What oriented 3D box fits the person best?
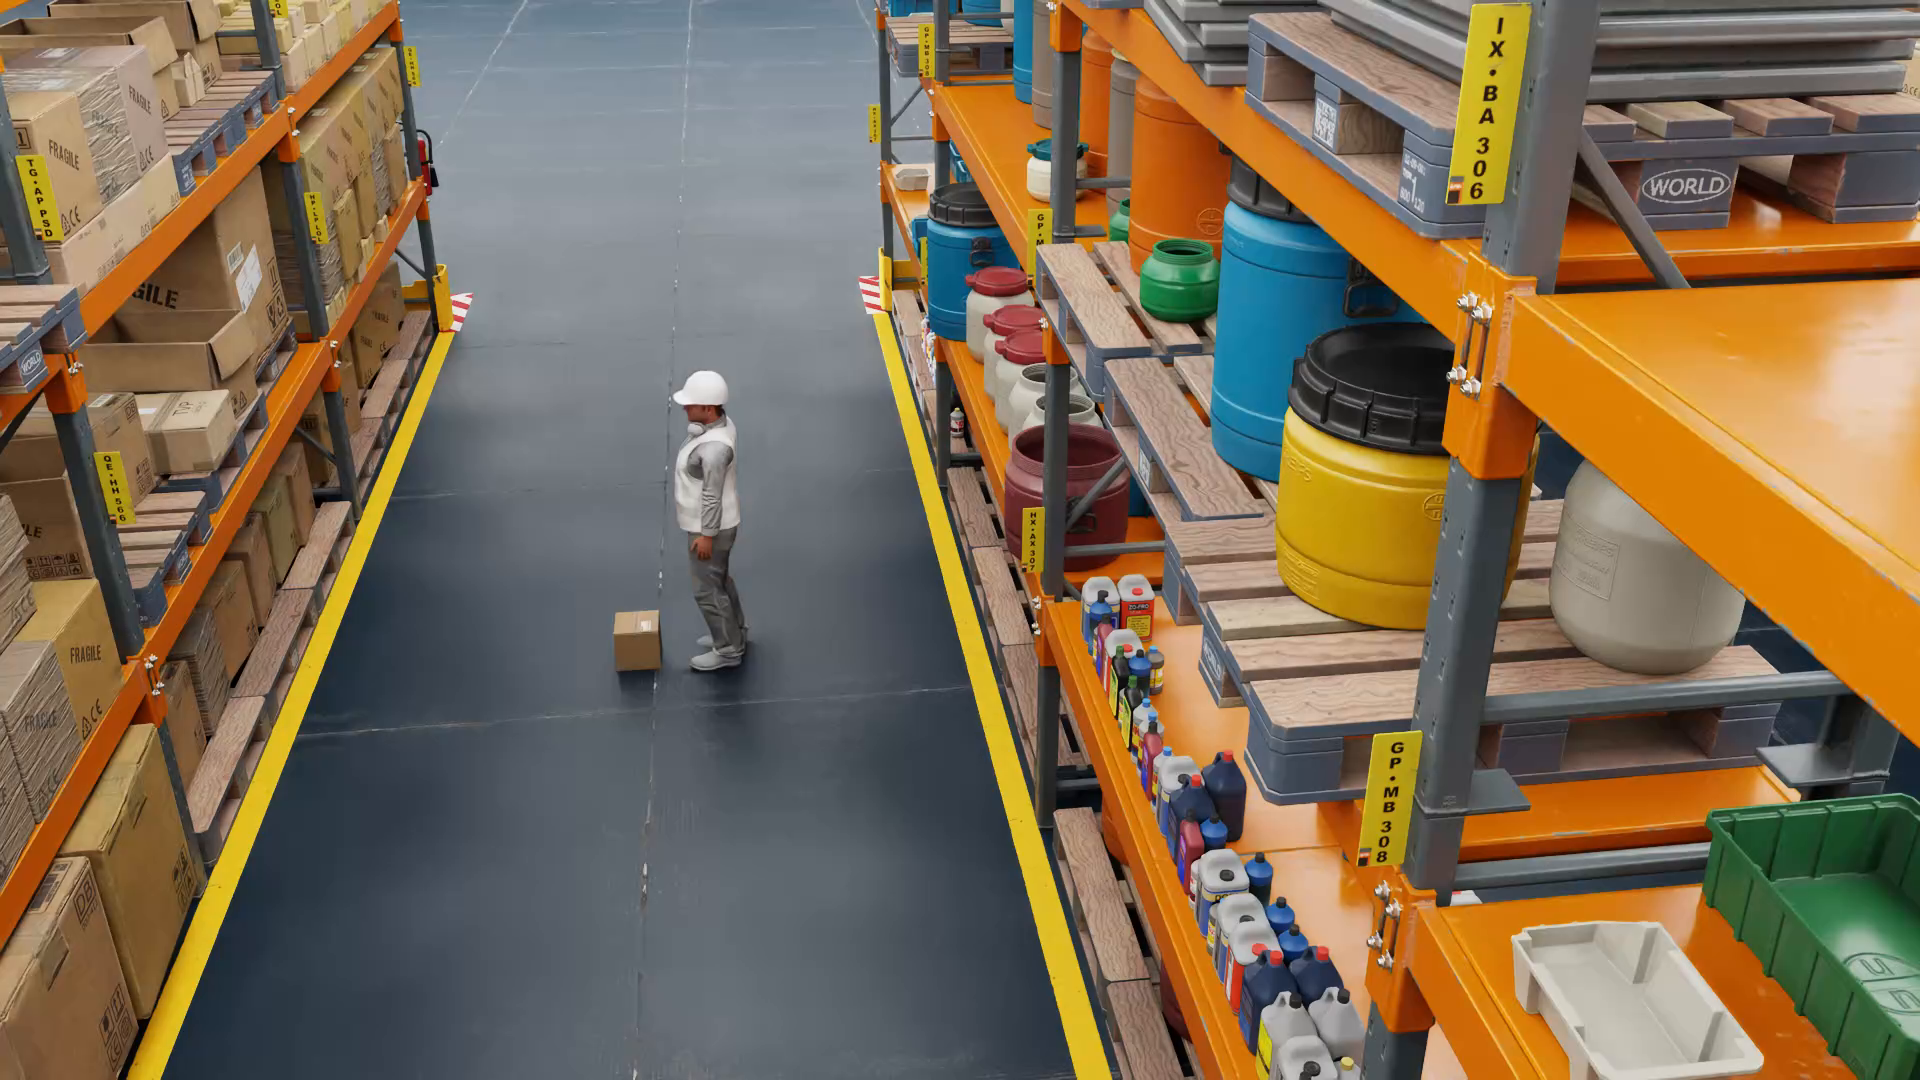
[{"bbox_3d":[-1.399,-0.102,9.303,0.360,1.786,0.532,-3,27,-6],"label":"person"}]
